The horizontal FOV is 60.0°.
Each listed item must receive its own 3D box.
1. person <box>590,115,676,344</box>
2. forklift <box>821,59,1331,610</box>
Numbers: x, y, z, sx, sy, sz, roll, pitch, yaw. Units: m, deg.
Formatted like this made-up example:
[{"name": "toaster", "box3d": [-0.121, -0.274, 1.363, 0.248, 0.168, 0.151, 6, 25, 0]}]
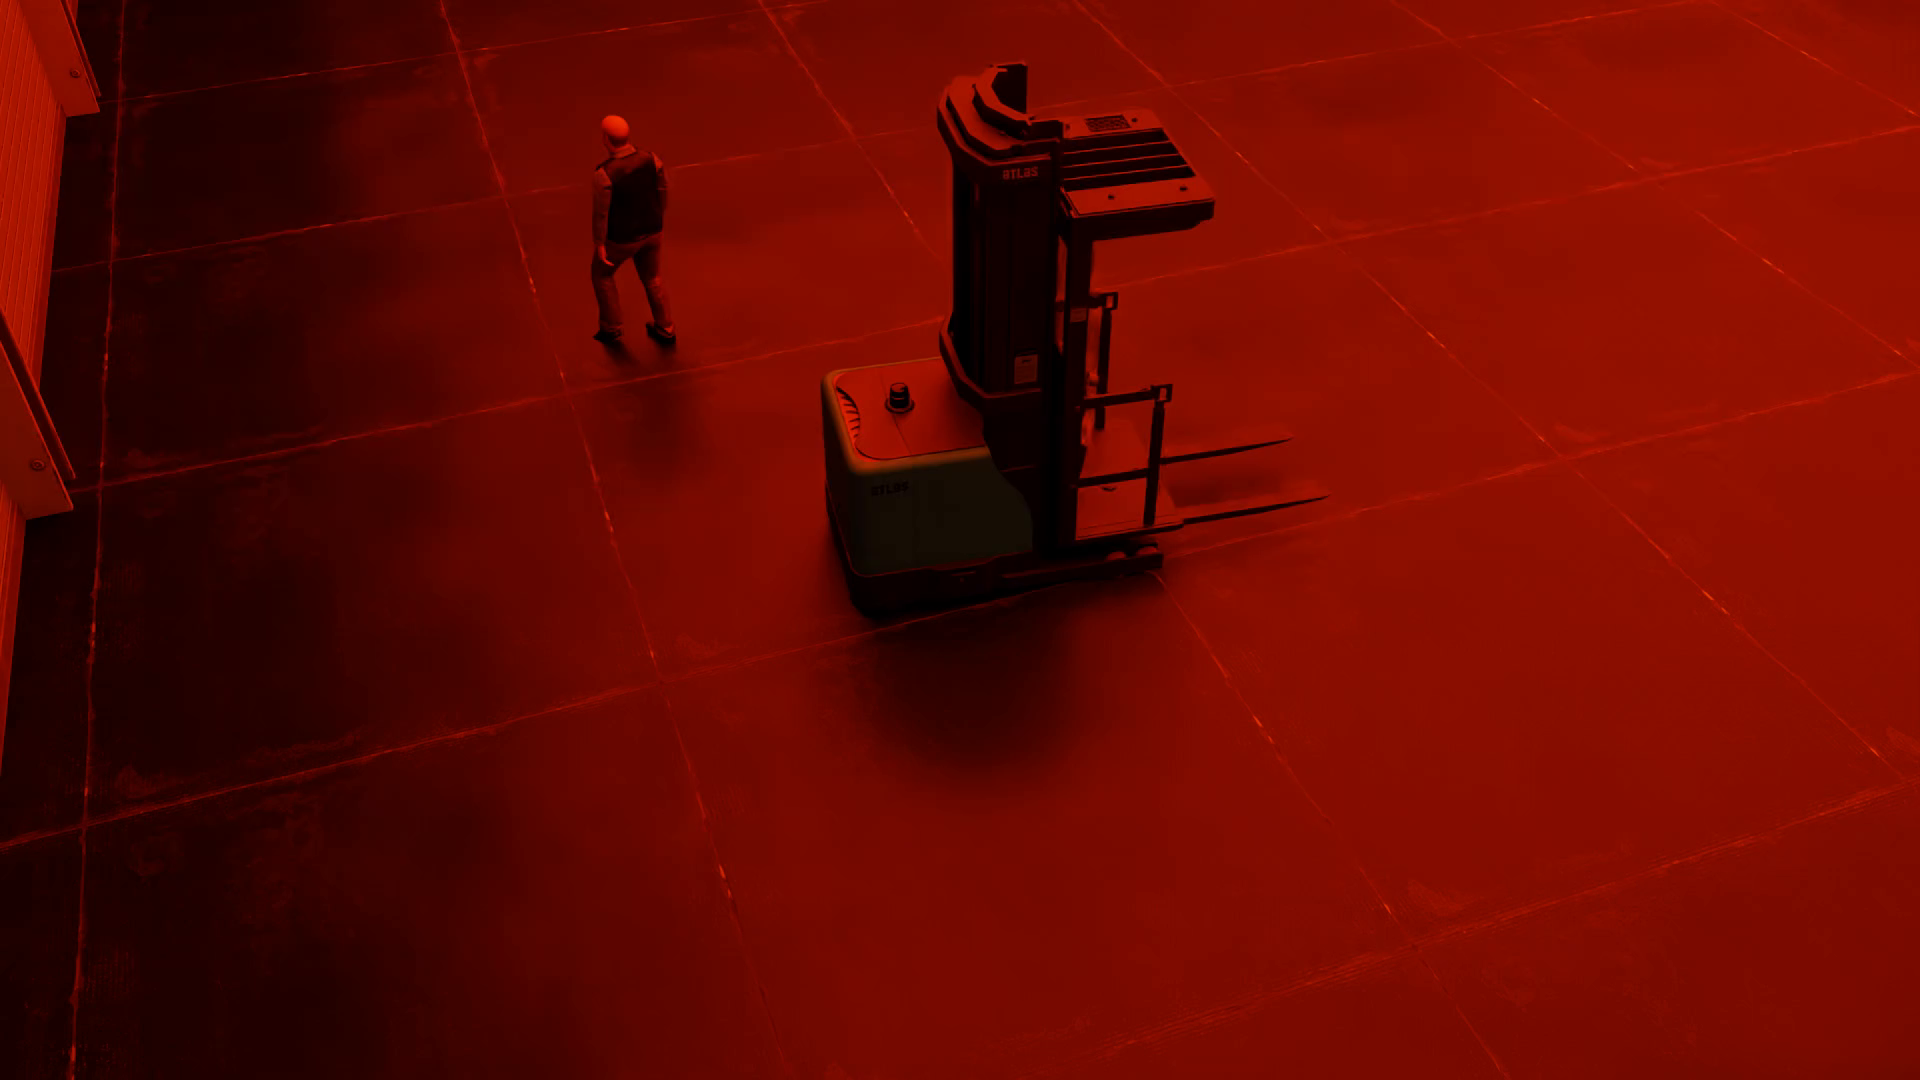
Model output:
[{"name": "person", "box3d": [-2.299, -2.120, 11.528, 0.631, 1.765, 0.540, -31, 49, -31]}, {"name": "forklift", "box3d": [0.743, -1.214, 9.442, 3.031, 2.935, 1.130, -9, 41, -10]}]
